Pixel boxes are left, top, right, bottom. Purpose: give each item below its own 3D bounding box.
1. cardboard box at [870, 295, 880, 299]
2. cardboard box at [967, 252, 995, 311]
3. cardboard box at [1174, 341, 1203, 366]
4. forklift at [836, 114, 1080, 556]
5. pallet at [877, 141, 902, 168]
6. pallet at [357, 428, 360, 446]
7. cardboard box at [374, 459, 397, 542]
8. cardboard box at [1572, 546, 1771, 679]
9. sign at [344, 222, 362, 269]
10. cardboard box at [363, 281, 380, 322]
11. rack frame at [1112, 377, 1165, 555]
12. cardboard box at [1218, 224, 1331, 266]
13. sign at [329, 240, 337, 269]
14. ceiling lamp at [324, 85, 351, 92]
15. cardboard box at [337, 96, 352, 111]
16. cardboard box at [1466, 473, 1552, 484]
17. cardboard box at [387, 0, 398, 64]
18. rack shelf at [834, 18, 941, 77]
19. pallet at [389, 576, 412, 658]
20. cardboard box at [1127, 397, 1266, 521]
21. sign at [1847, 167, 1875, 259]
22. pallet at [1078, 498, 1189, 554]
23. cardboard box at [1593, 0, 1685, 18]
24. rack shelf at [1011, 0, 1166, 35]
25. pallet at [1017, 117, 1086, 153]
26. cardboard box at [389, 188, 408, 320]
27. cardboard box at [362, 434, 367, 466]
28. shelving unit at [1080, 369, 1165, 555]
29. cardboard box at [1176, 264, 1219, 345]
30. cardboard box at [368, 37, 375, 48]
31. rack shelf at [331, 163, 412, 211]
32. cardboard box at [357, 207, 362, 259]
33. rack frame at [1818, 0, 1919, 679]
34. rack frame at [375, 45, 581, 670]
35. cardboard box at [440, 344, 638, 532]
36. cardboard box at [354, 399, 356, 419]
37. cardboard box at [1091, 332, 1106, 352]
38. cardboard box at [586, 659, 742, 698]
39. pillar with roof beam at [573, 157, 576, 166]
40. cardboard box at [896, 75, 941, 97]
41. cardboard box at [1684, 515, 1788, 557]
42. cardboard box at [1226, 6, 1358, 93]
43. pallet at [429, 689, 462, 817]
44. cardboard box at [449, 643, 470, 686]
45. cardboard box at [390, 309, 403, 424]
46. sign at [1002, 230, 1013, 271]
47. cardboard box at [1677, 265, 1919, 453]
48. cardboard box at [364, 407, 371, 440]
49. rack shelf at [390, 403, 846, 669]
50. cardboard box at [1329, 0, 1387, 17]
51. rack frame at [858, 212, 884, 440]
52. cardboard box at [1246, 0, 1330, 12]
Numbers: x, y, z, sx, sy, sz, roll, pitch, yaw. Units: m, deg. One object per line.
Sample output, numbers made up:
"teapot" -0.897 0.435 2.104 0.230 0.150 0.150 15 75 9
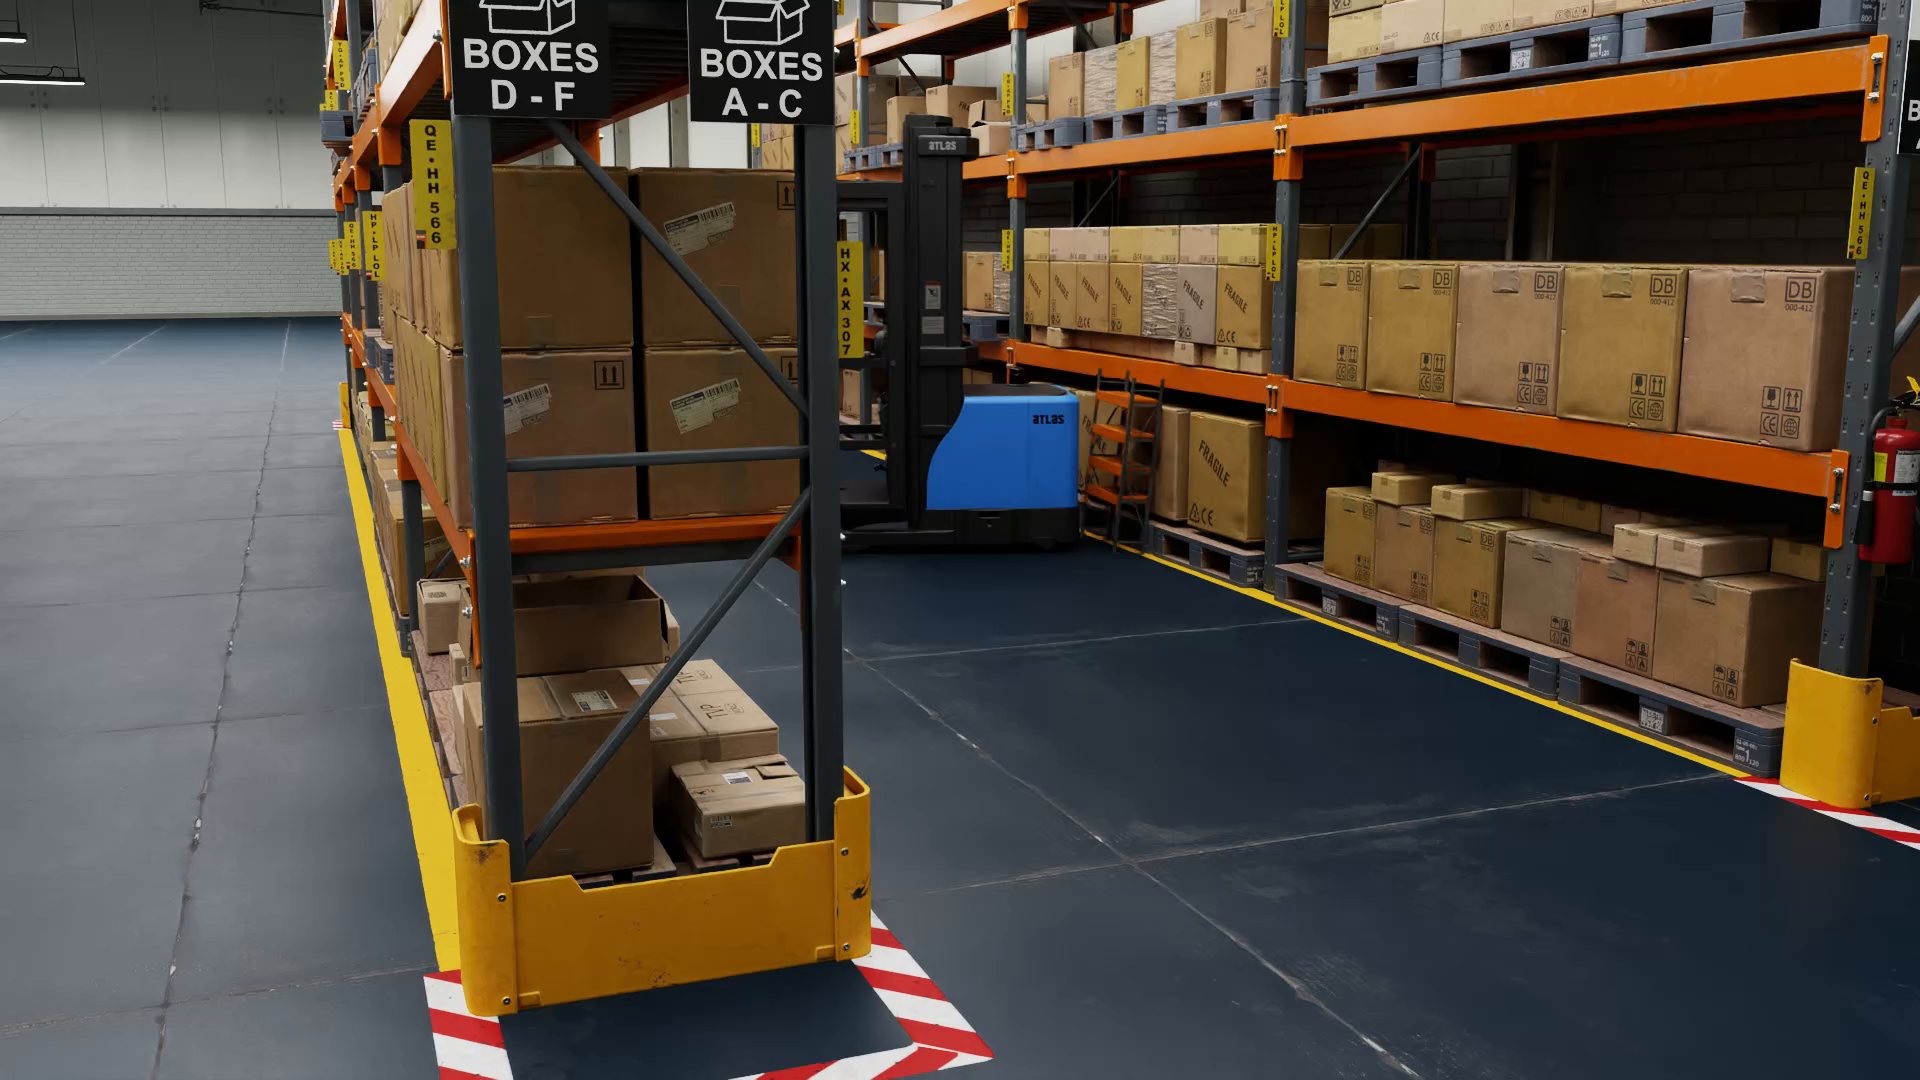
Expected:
"cardboard box" -1.014 -2.485 17.696 0.500 0.250 0.500 -4 11 -21
"cardboard box" 0.483 -2.269 14.571 0.700 0.500 0.500 -5 11 -26
"cardboard box" 1.637 -1.233 10.945 0.380 0.149 0.250 -4 11 -21
"forklift" -0.714 -1.431 11.595 3.031 2.935 1.130 -1 10 -4
"pallet" -0.056 -3.599 15.557 1.213 0.211 1.003 -4 11 -21
"pallet" -5.870 -1.135 17.698 1.003 0.211 1.213 -4 11 -21
"cardboard box" -3.455 -0.249 10.637 0.500 0.500 0.500 -4 11 -22
"cardboard box" 3.261 0.302 7.595 0.700 0.500 0.500 -4 11 -21
"sign" -4.242 -2.057 11.615 0.100 0.325 0.005 -4 11 -21
"cardboard box" -5.342 -2.297 15.984 0.700 0.500 0.500 -4 11 -22
"rack frame" 1.200 -0.489 11.187 0.240 1.200 0.015 1 12 -23
"cardboard box" 1.932 -1.820 10.252 0.500 0.250 0.500 -4 11 -20
"sign" -7.144 -3.260 18.983 0.100 0.325 0.005 -4 11 -21
"ceiling lamp" -15.043 -12.863 41.872 2.000 3.185 0.800 -4 11 -21
"cardboard box" -6.278 -4.342 17.316 0.500 0.500 0.500 -4 11 -21
"cardboard box" 2.936 -0.259 8.899 0.380 0.149 0.250 -4 11 -23
"cardboard box" -1.973 -2.014 6.543 0.500 0.250 0.500 -4 11 -21
"rack shelf" -1.284 -5.415 18.731 1.077 0.370 4.000 -4 11 -21
"pallet" -2.606 0.373 9.224 1.003 0.211 1.213 -4 11 -21
"cardboard box" 1.658 -0.576 11.533 0.750 0.750 0.750 -4 11 -19
"sign" 3.278 -1.187 6.044 0.100 0.325 0.005 -4 11 -21
"pallet" 1.544 -0.133 12.064 1.003 0.211 1.213 -4 11 -21
"cardboard box" 3.087 -2.379 7.106 0.500 0.250 0.500 -4 11 -23
"rack shelf" 1.615 -3.914 11.425 1.077 0.370 4.000 -4 11 -21
"pallet" 1.173 -3.120 12.870 1.213 0.211 1.003 -3 11 -18
"cardboard box" -1.994 -1.149 6.672 0.500 0.500 0.500 -4 11 -23
"cardboard box" -4.886 -0.779 14.389 0.500 0.250 0.500 -4 11 -23
"shelving unit" 1.106 -0.540 11.407 0.258 1.200 0.503 1 12 -23
"cardboard box" 1.743 -1.533 10.779 0.500 0.500 0.500 -4 11 -20
"cardboard box" -3.163 -2.812 10.312 0.910 0.500 0.500 -4 11 -21
"rack shelf" -5.900 -3.625 17.223 1.077 0.370 4.000 -4 11 -21
"cardboard box" -5.526 -3.018 16.333 0.700 0.500 0.500 -4 11 -21
"rack frame" 3.789 -0.532 6.347 1.000 3.000 0.127 -4 11 -21
"rack frame" -2.276 -0.870 8.247 1.000 3.000 0.127 -4 11 -21
"cardboard box" -1.243 -0.322 4.881 0.500 0.500 0.500 -4 11 -19
"cardboard box" -6.272 -1.417 17.974 0.500 0.250 0.500 -4 11 -21
"cardboard box" 1.202 -1.490 12.393 0.380 0.149 0.250 -4 11 -20
"cardboard box" -1.122 0.650 6.296 0.500 0.250 0.500 -4 11 -21
"pillar with roof beam" -13.659 -9.682 40.657 9.100 9.000 0.548 -4 11 -21
"cardboard box" -0.471 -4.617 17.549 0.500 0.500 0.500 -4 11 -20
"cardboard box" 3.489 -0.010 7.500 0.380 0.149 0.250 -4 11 -21
"cardboard box" 2.123 -3.078 10.554 0.700 0.500 0.500 -5 11 -24
"pallet" -1.582 0.815 6.739 1.003 0.211 1.213 -4 11 -21
"cardboard box" -2.003 0.531 7.204 0.380 0.166 0.250 -4 11 -21
"cardboard box" -2.345 -0.819 7.673 0.500 0.500 0.500 -4 11 -19
"sign" 0.388 -2.333 13.391 0.100 0.325 0.005 -4 11 -21
"cardboard box" 3.595 -0.762 6.785 0.980 0.700 0.700 -3 11 -18
"cardboard box" -4.699 -0.971 13.864 0.500 0.311 0.500 -4 11 -19
"rack shelf" -1.551 -0.189 6.474 1.077 0.370 4.000 -4 11 -21
"cardboard box" 2.336 -3.079 8.902 0.500 0.500 0.500 -4 11 -21
"rack frame" -0.560 -2.491 17.358 1.000 3.000 0.127 -4 11 -21
"cardboard box" 2.143 -3.449 10.496 0.500 0.250 0.500 -3 11 -17
